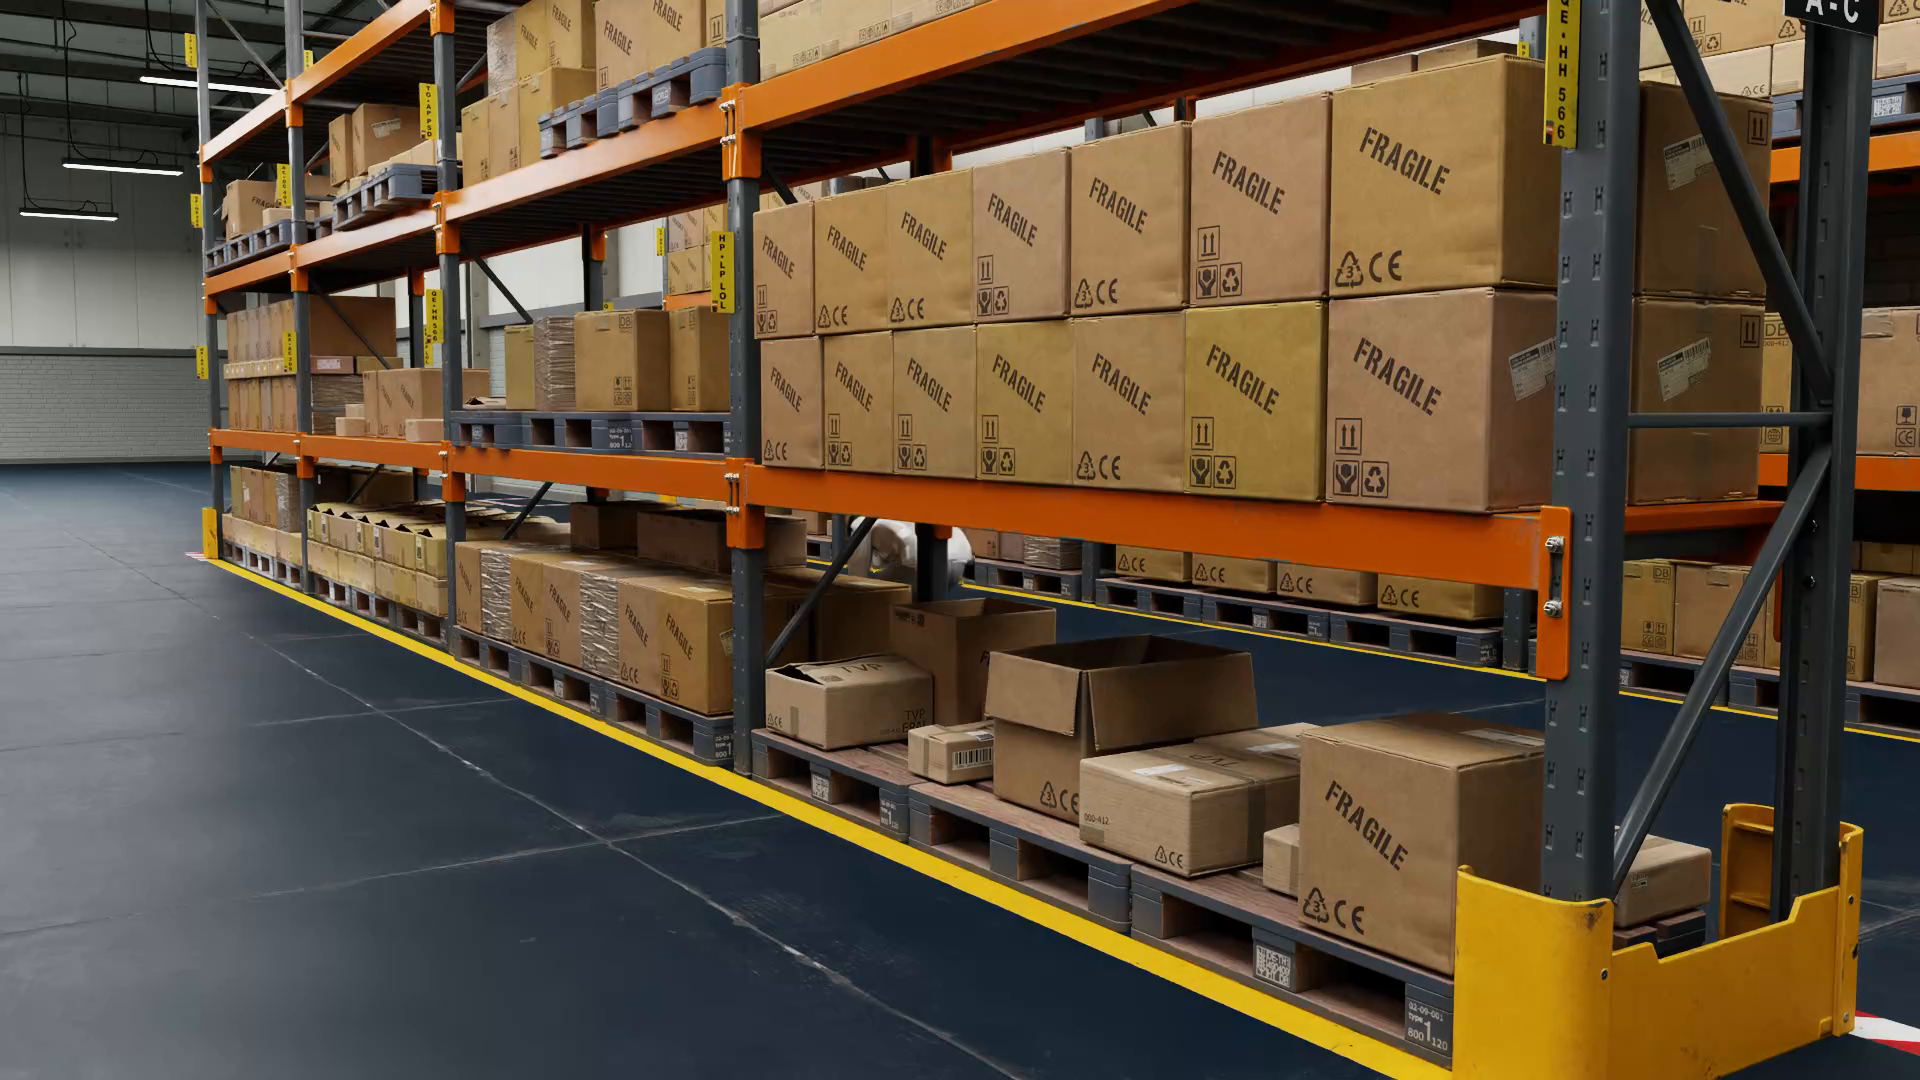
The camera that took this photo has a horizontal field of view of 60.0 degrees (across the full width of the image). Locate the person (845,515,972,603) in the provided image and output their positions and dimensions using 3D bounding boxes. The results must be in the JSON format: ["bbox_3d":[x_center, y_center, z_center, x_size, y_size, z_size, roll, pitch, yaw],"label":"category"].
[{"bbox_3d":[-0.350,0.259,9.624,0.527,1.019,0.959,-3,6,-37],"label":"person"}]
